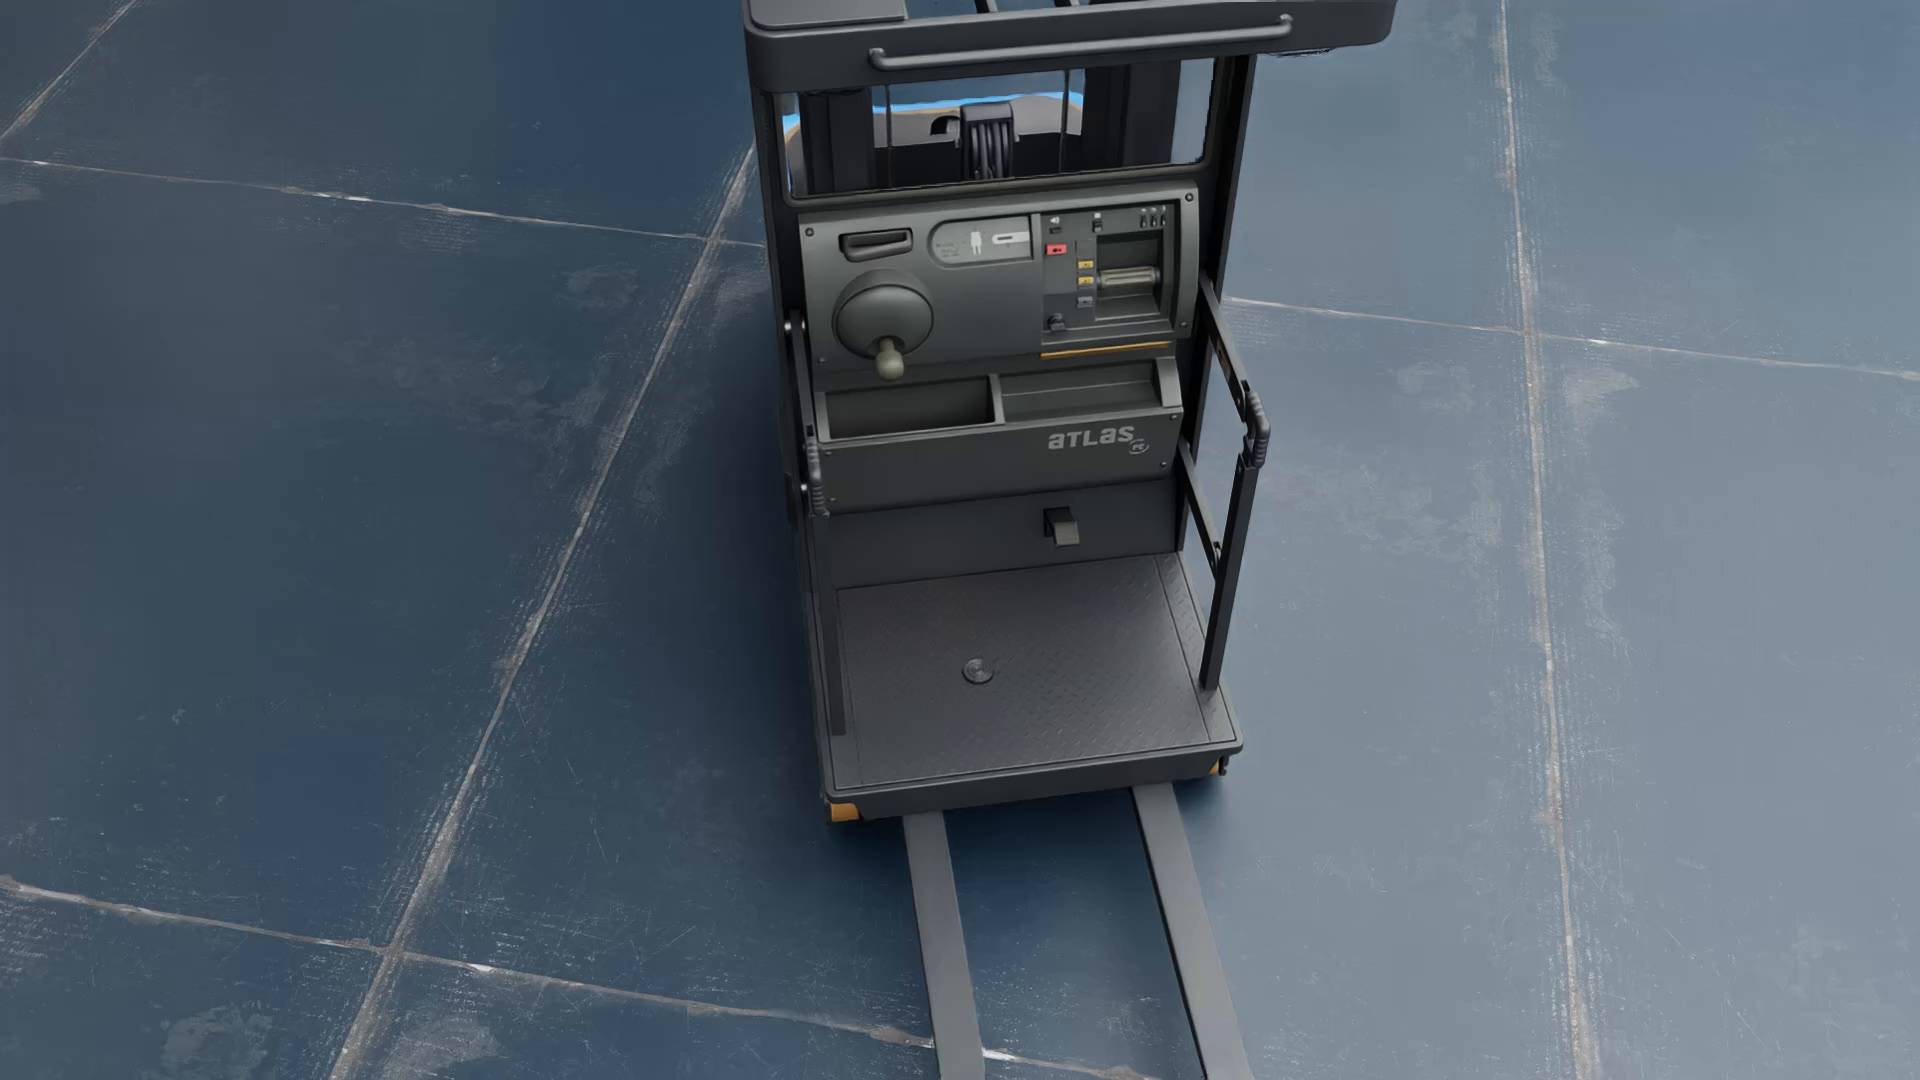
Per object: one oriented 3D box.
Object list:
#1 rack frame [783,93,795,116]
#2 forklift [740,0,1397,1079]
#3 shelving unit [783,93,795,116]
[{"bbox_3d":[-0.543,-1.291,5.402,0.032,1.500,0.500,-5,48,-4],"label":"rack frame"},{"bbox_3d":[0.132,-0.501,3.730,1.130,2.935,3.031,-6,48,-6],"label":"forklift"},{"bbox_3d":[-0.038,-1.334,5.440,1.048,1.500,0.538,-5,48,-4],"label":"shelving unit"}]
